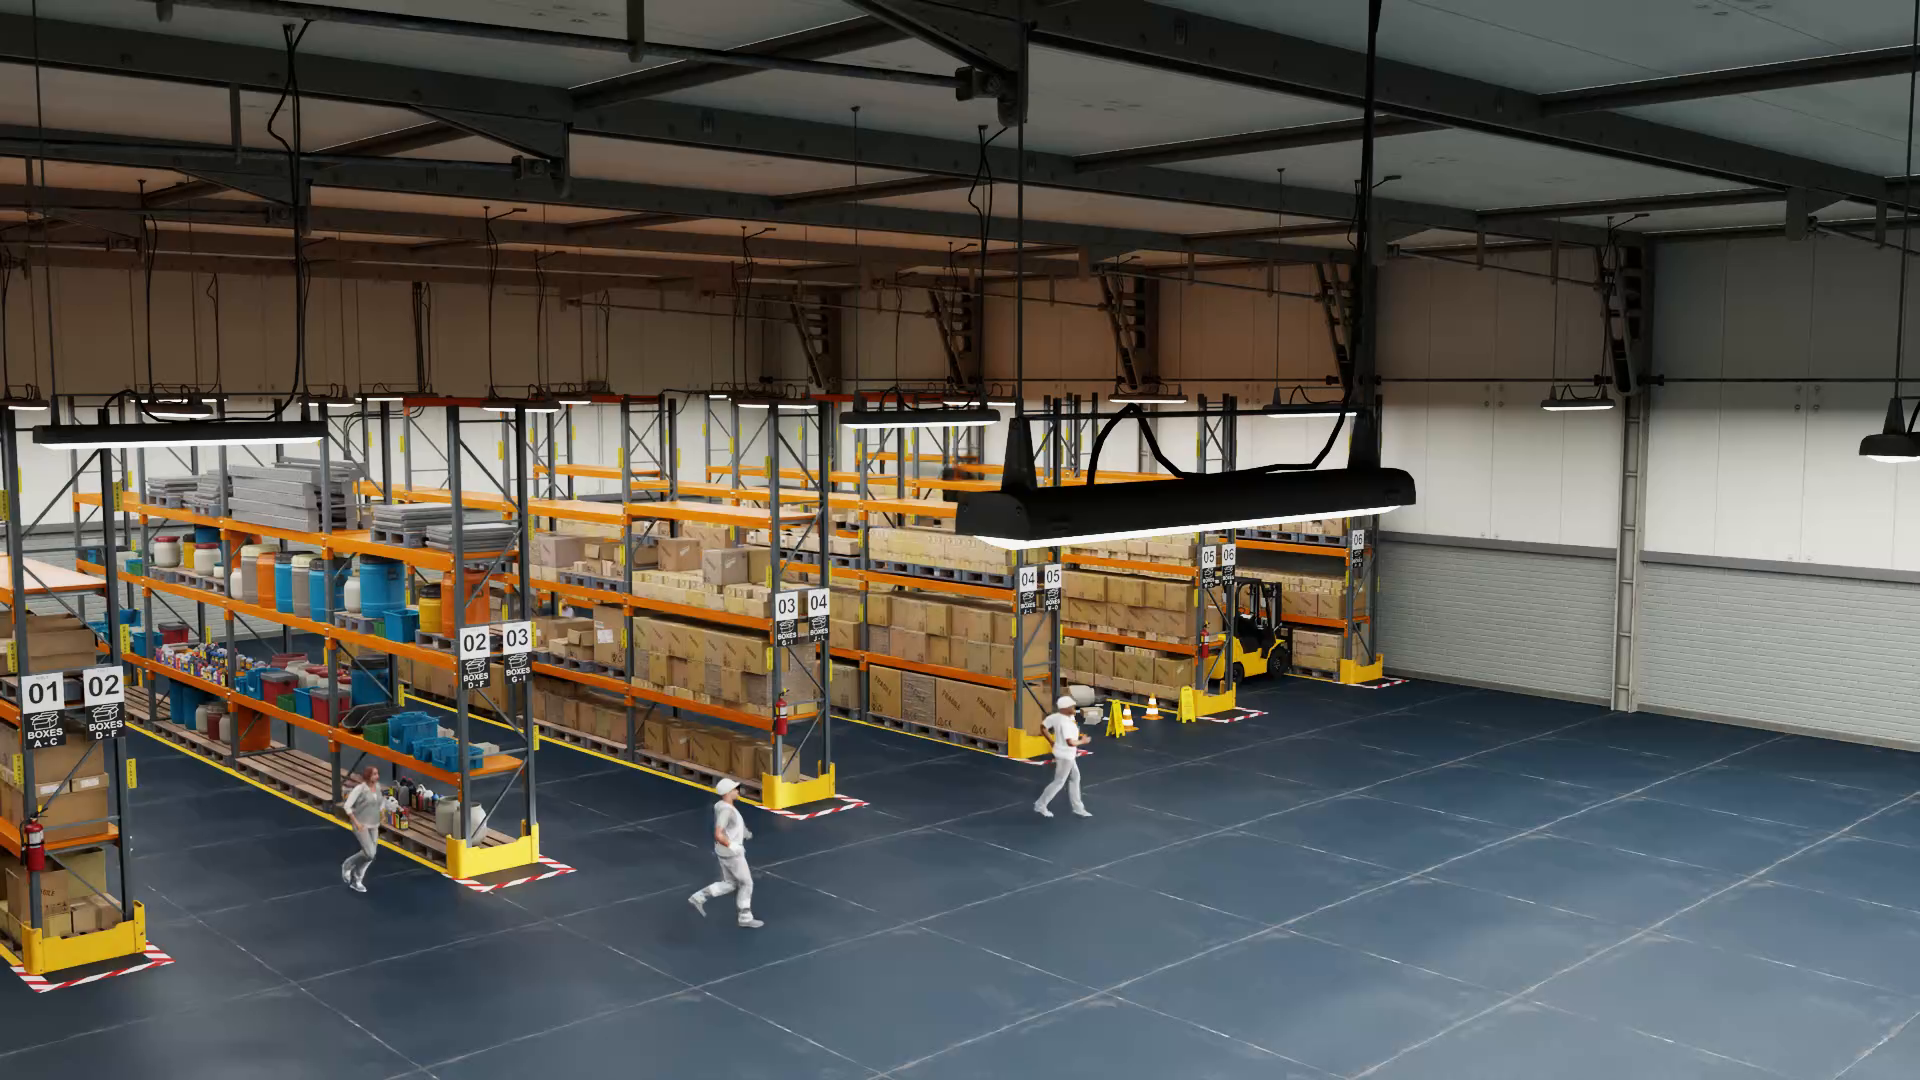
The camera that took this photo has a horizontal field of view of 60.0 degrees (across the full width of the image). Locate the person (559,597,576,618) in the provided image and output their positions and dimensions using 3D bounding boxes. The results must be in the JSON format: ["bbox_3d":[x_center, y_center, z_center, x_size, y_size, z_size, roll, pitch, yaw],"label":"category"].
[{"bbox_3d":[-8.542,2.044,36.100,0.616,1.619,0.628,-4,7,-36],"label":"person"}]

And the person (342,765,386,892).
[{"bbox_3d":[-7.393,3.576,20.736,0.517,1.555,0.550,3,6,26],"label":"person"}]

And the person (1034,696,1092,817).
[{"bbox_3d":[1.487,3.133,23.829,0.883,1.805,0.689,-1,6,-6],"label":"person"}]

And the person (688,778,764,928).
[{"bbox_3d":[-2.688,3.616,19.101,0.872,1.776,0.655,-2,6,-19],"label":"person"}]
